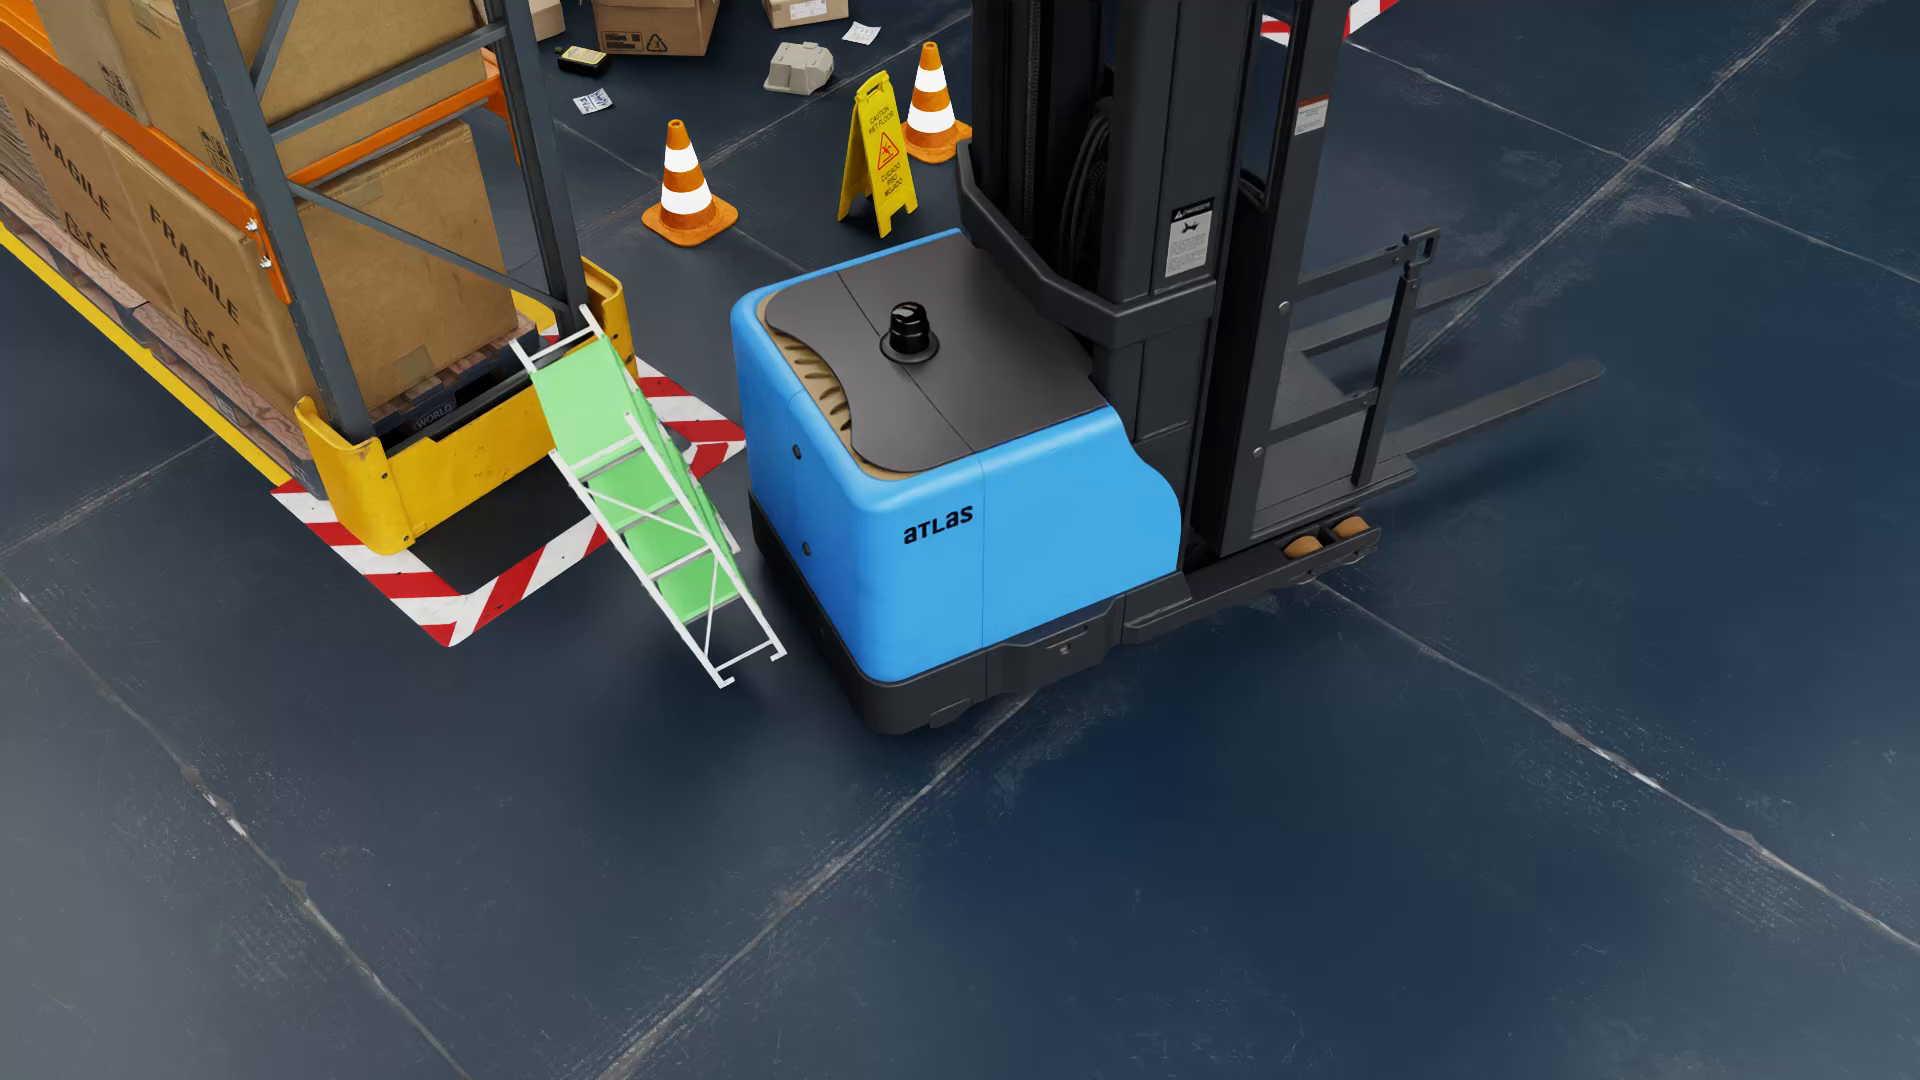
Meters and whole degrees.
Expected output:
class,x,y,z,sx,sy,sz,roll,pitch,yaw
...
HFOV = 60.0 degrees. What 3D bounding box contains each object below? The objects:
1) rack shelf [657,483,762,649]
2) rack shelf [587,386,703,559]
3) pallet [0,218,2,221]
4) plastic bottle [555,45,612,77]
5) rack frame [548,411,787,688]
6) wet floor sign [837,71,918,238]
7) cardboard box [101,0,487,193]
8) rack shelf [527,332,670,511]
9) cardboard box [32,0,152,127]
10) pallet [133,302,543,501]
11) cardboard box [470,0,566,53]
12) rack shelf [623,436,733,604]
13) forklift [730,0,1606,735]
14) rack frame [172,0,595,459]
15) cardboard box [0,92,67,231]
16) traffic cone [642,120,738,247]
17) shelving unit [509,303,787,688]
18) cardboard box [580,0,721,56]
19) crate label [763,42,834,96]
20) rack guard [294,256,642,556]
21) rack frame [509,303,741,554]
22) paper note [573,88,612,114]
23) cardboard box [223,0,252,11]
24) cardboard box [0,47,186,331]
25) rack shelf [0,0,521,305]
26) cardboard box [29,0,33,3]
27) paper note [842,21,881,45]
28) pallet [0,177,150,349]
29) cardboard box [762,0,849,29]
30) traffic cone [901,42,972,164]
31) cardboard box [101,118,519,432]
class,x,y,z,sx,sy,sz,roll,pitch,yaw
rack shelf,-0.832,0.078,5.232,0.258,0.148,0.480,-28,51,-3
rack shelf,-0.958,-0.200,4.861,0.258,0.148,0.480,-28,51,-3
pallet,-4.147,-1.969,7.454,1.213,0.211,1.003,34,55,28
plastic bottle,-1.798,-2.262,7.832,0.283,0.061,0.133,17,49,15
rack frame,-0.818,0.066,4.843,0.240,1.200,0.015,-28,51,-3
wet floor sign,-0.349,-1.604,6.813,0.232,0.644,0.267,25,52,22
cardboard box,-2.016,-1.574,5.067,0.550,0.550,0.875,34,55,28
rack shelf,-1.021,-0.339,4.676,0.258,0.148,0.480,-28,51,-3
cardboard box,-2.435,-1.834,5.312,0.550,0.550,0.875,34,55,28
pallet,-2.354,-0.762,6.321,1.213,0.211,1.003,34,55,28
cardboard box,-2.140,-2.542,7.955,0.396,0.266,0.258,-29,53,-25
rack shelf,-0.895,-0.061,5.047,0.258,0.148,0.480,-28,51,-3
forklift,0.847,-1.178,4.845,3.031,2.935,1.130,-21,50,-18
rack frame,-1.713,-1.364,4.973,0.127,3.000,1.000,34,55,28
cardboard box,-3.573,-1.966,6.707,0.875,0.875,0.875,34,56,28
traffic cone,-1.140,-1.518,6.858,0.334,0.463,0.336,34,55,28
shelving unit,-0.912,-0.098,4.997,0.258,1.200,0.503,-28,51,-3
cardboard box,-1.438,-2.723,7.962,0.637,0.503,0.797,2,47,2
crate label,-0.744,-2.200,7.721,0.298,0.136,0.250,9,48,9
rack guard,-1.695,-0.496,5.873,0.348,0.500,1.175,34,55,28
rack frame,-1.006,-0.262,5.152,0.240,1.200,0.015,-28,51,-3
paper note,-1.683,-2.011,7.618,0.144,0.017,0.142,-21,50,-18
cardboard box,-1.959,-1.989,4.716,0.550,0.550,0.875,34,55,28
cardboard box,-2.904,-1.514,6.283,0.875,0.875,0.875,33,55,27
rack shelf,-3.183,-2.106,6.163,4.000,0.370,1.077,34,55,28
cardboard box,-2.762,-2.178,5.635,0.550,0.550,0.875,34,55,28
paper note,-0.475,-2.450,8.029,0.142,0.019,0.148,17,49,15
pallet,-3.246,-1.366,6.888,1.213,0.211,1.003,34,55,28
cardboard box,-0.763,-2.655,8.141,0.380,0.149,0.250,-13,48,-12
traffic cone,-0.124,-1.956,7.269,0.334,0.463,0.336,34,55,28
cardboard box,-2.256,-1.080,5.876,0.875,0.875,0.875,34,56,28
